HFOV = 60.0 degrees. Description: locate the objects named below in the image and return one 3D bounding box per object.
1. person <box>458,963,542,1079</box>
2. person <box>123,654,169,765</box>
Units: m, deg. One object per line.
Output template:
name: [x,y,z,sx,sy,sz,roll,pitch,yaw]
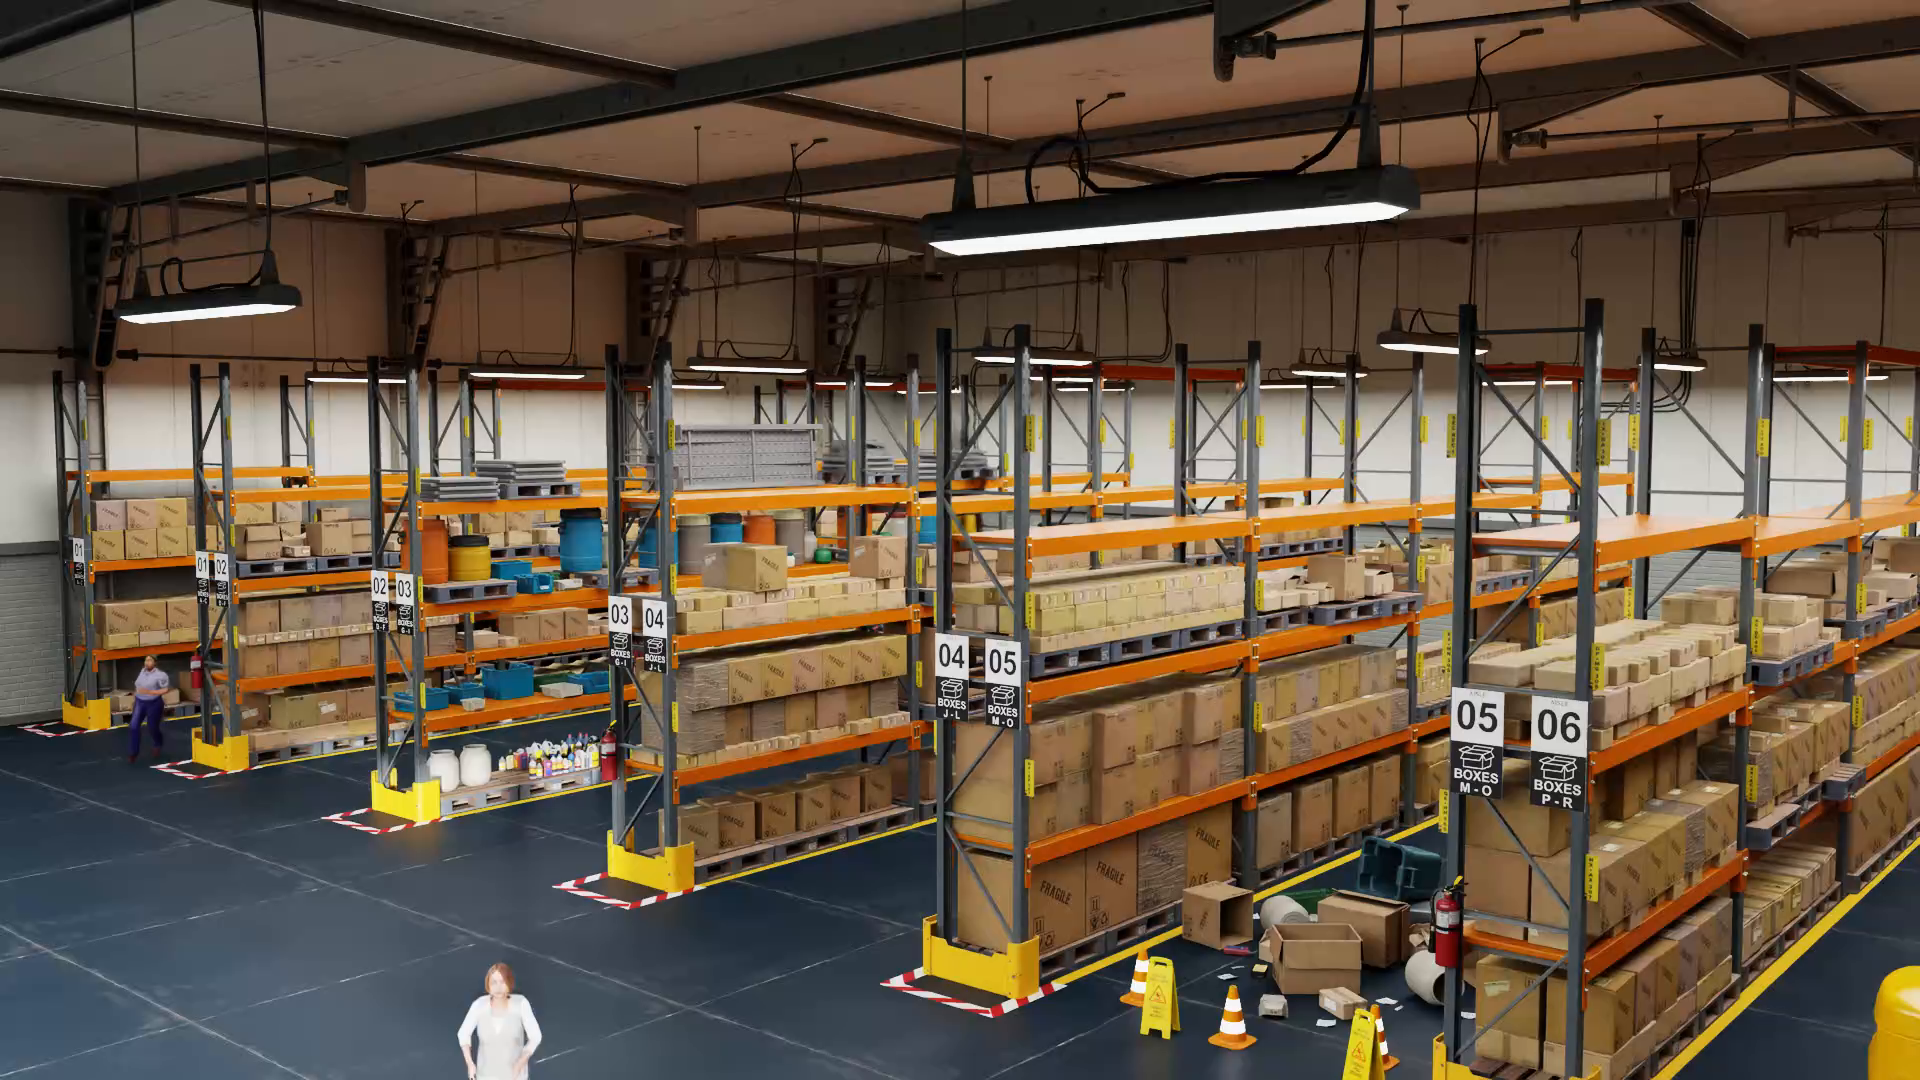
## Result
person: [-3.064,3.590,11.083,0.546,1.573,0.661,-1,4,-11]
person: [-12.250,2.560,25.263,0.629,1.683,0.781,0,4,6]
